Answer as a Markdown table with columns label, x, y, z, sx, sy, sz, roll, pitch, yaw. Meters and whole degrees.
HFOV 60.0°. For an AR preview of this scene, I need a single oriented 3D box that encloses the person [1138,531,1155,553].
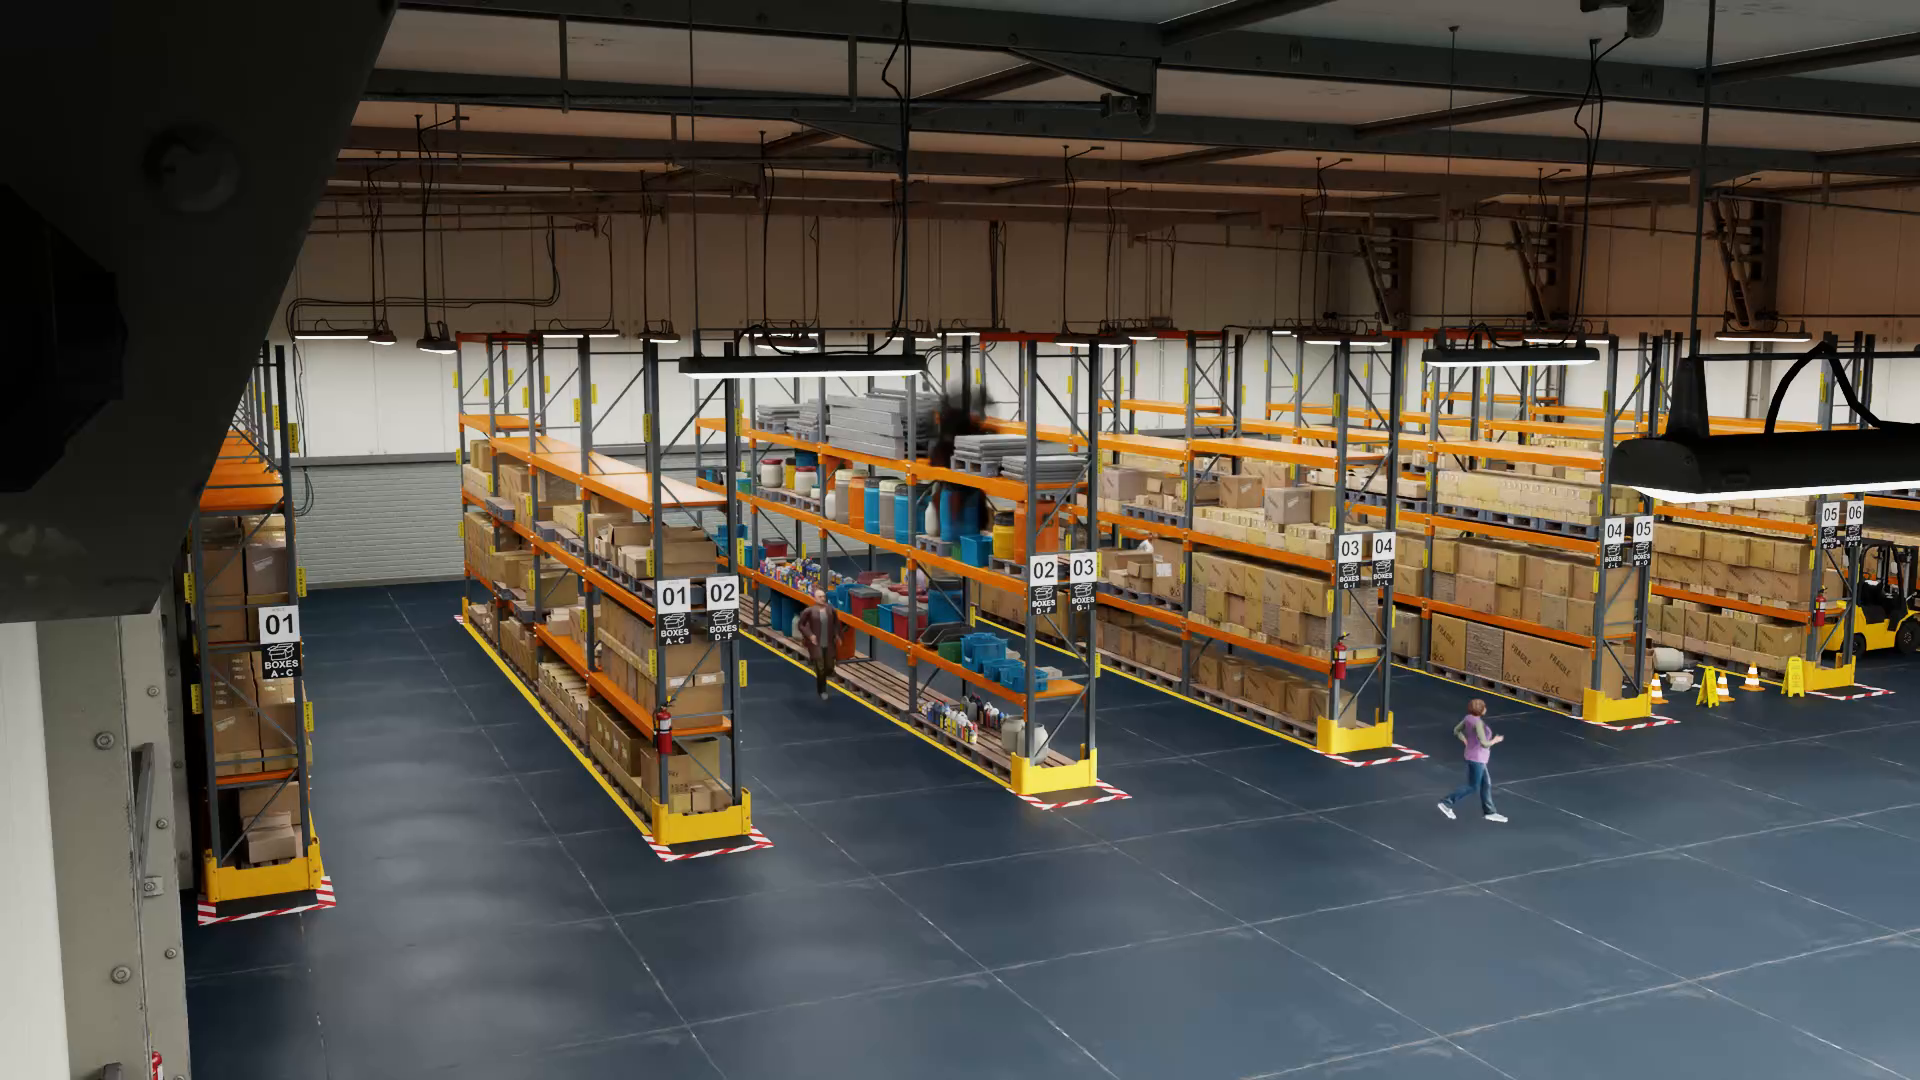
| label | x | y | z | sx | sy | sz | roll | pitch | yaw |
| --- | --- | --- | --- | --- | --- | --- | --- | --- | --- |
| person | 4.125 | 0.630 | 35.846 | 0.662 | 1.820 | 0.796 | -3 | 8 | -19 |

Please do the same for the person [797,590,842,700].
| label | x | y | z | sx | sy | sz | roll | pitch | yaw |
| --- | --- | --- | --- | --- | --- | --- | --- | --- | --- |
| person | -2.228 | 1.646 | 26.405 | 0.712 | 1.728 | 0.653 | -3 | 8 | -23 |

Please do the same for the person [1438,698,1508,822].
| label | x | y | z | sx | sy | sz | roll | pitch | yaw |
| --- | --- | --- | --- | --- | --- | --- | --- | --- | --- |
| person | 6.406 | 2.743 | 20.696 | 0.895 | 1.583 | 0.539 | 0 | 8 | 2 |

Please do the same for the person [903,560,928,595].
| label | x | y | z | sx | sy | sz | roll | pitch | yaw |
| --- | --- | --- | --- | --- | --- | --- | --- | --- | --- |
| person | -0.861 | 1.129 | 32.621 | 0.611 | 1.637 | 0.931 | -5 | 9 | -35 |
